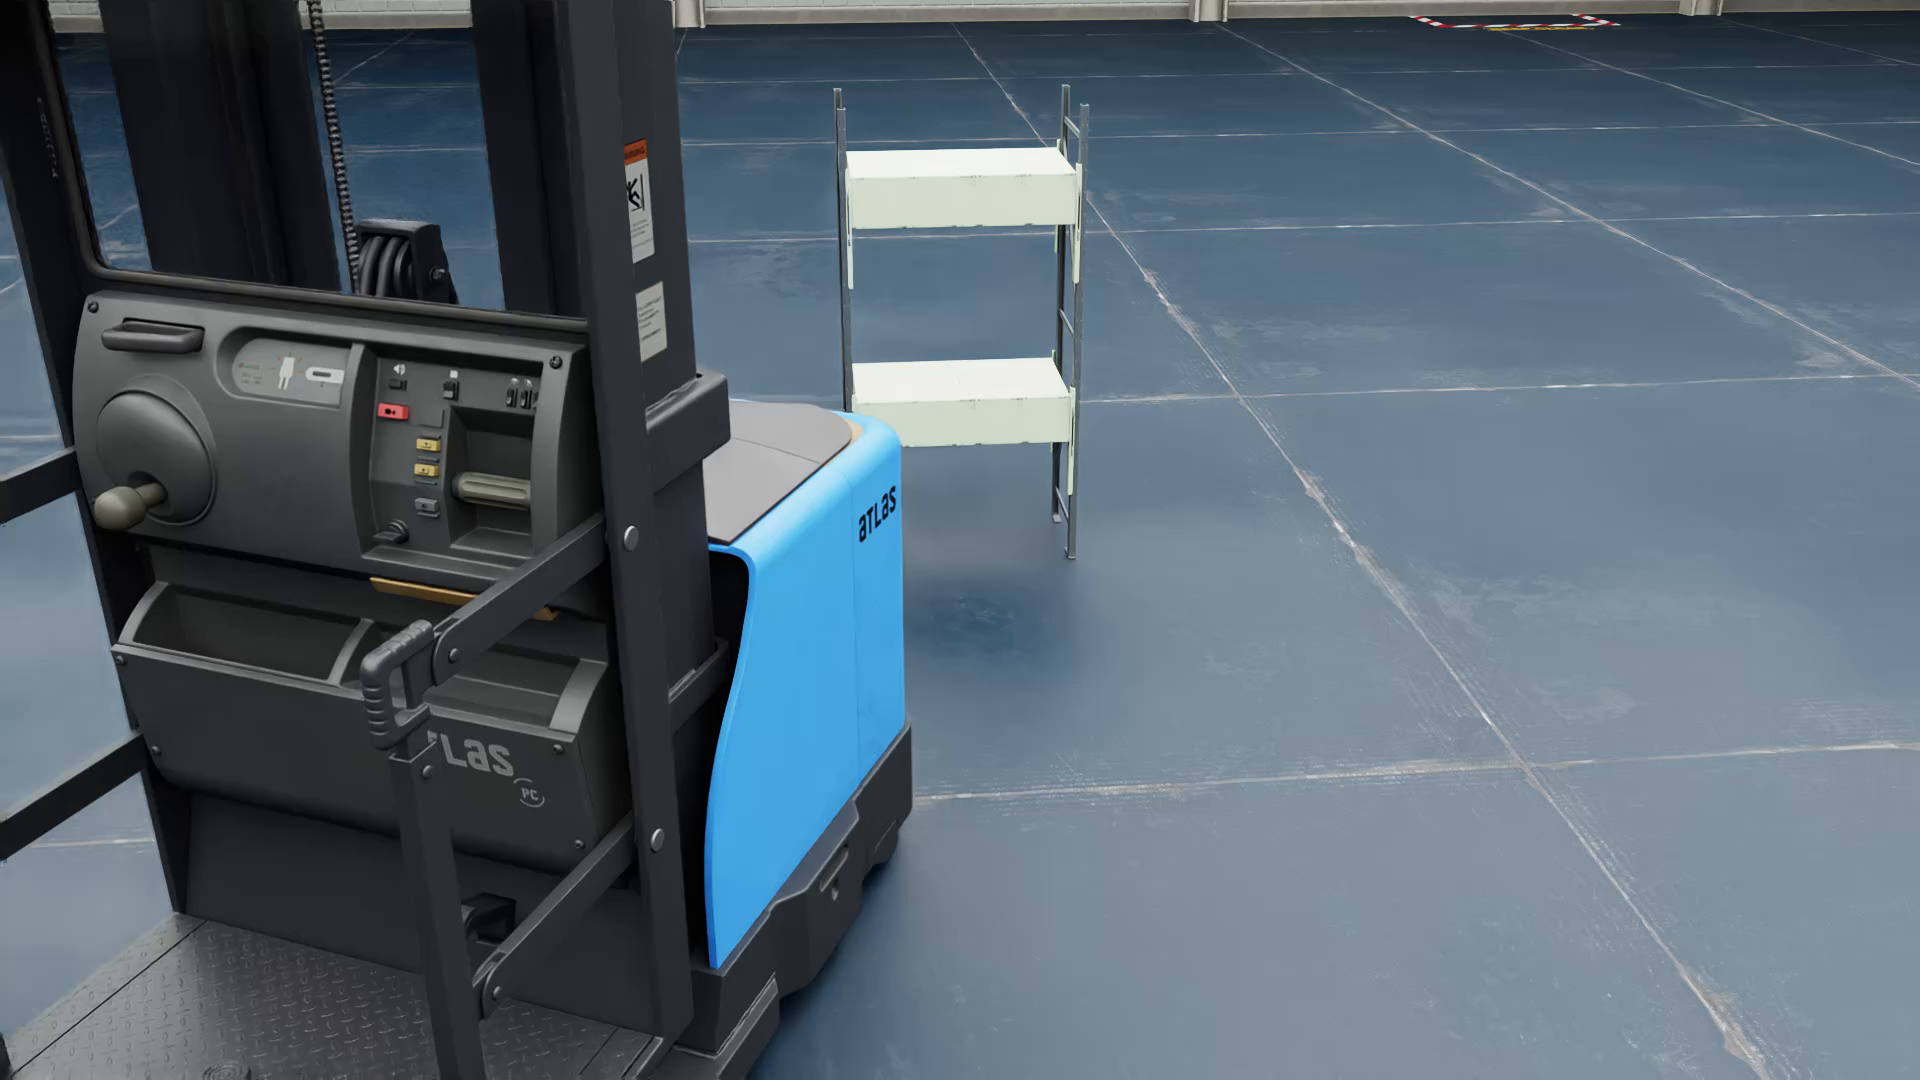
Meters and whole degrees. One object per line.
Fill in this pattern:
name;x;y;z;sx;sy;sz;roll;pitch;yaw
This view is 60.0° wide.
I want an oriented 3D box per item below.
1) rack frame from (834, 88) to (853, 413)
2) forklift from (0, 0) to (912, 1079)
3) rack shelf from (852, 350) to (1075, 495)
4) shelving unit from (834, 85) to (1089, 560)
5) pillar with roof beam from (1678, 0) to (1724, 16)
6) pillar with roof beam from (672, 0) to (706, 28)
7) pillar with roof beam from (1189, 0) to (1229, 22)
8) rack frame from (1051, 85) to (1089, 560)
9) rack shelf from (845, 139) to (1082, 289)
rack frame;-0.371;-0.670;5.412;0.023;1.500;0.400;-2;24;-5
forklift;-1.094;-0.137;2.450;1.130;2.935;3.031;8;25;18
rack shelf;-0.007;-0.387;5.577;0.720;0.370;0.431;-2;24;-5
shelving unit;-0.007;-0.685;5.445;0.755;1.500;0.431;-2;24;-5
pillar with roof beam;9.283;-8.676;14.190;0.400;9.000;9.100;-2;24;-5
pillar with roof beam;-2.659;-8.197;13.112;0.400;9.000;9.100;-2;24;-5
pillar with roof beam;3.312;-8.436;13.651;0.400;9.000;9.100;-2;24;-5
rack frame;0.358;-0.700;5.478;0.023;1.500;0.400;-2;24;-5
rack shelf;-0.007;-1.042;5.286;0.720;0.370;0.431;-2;24;-5
